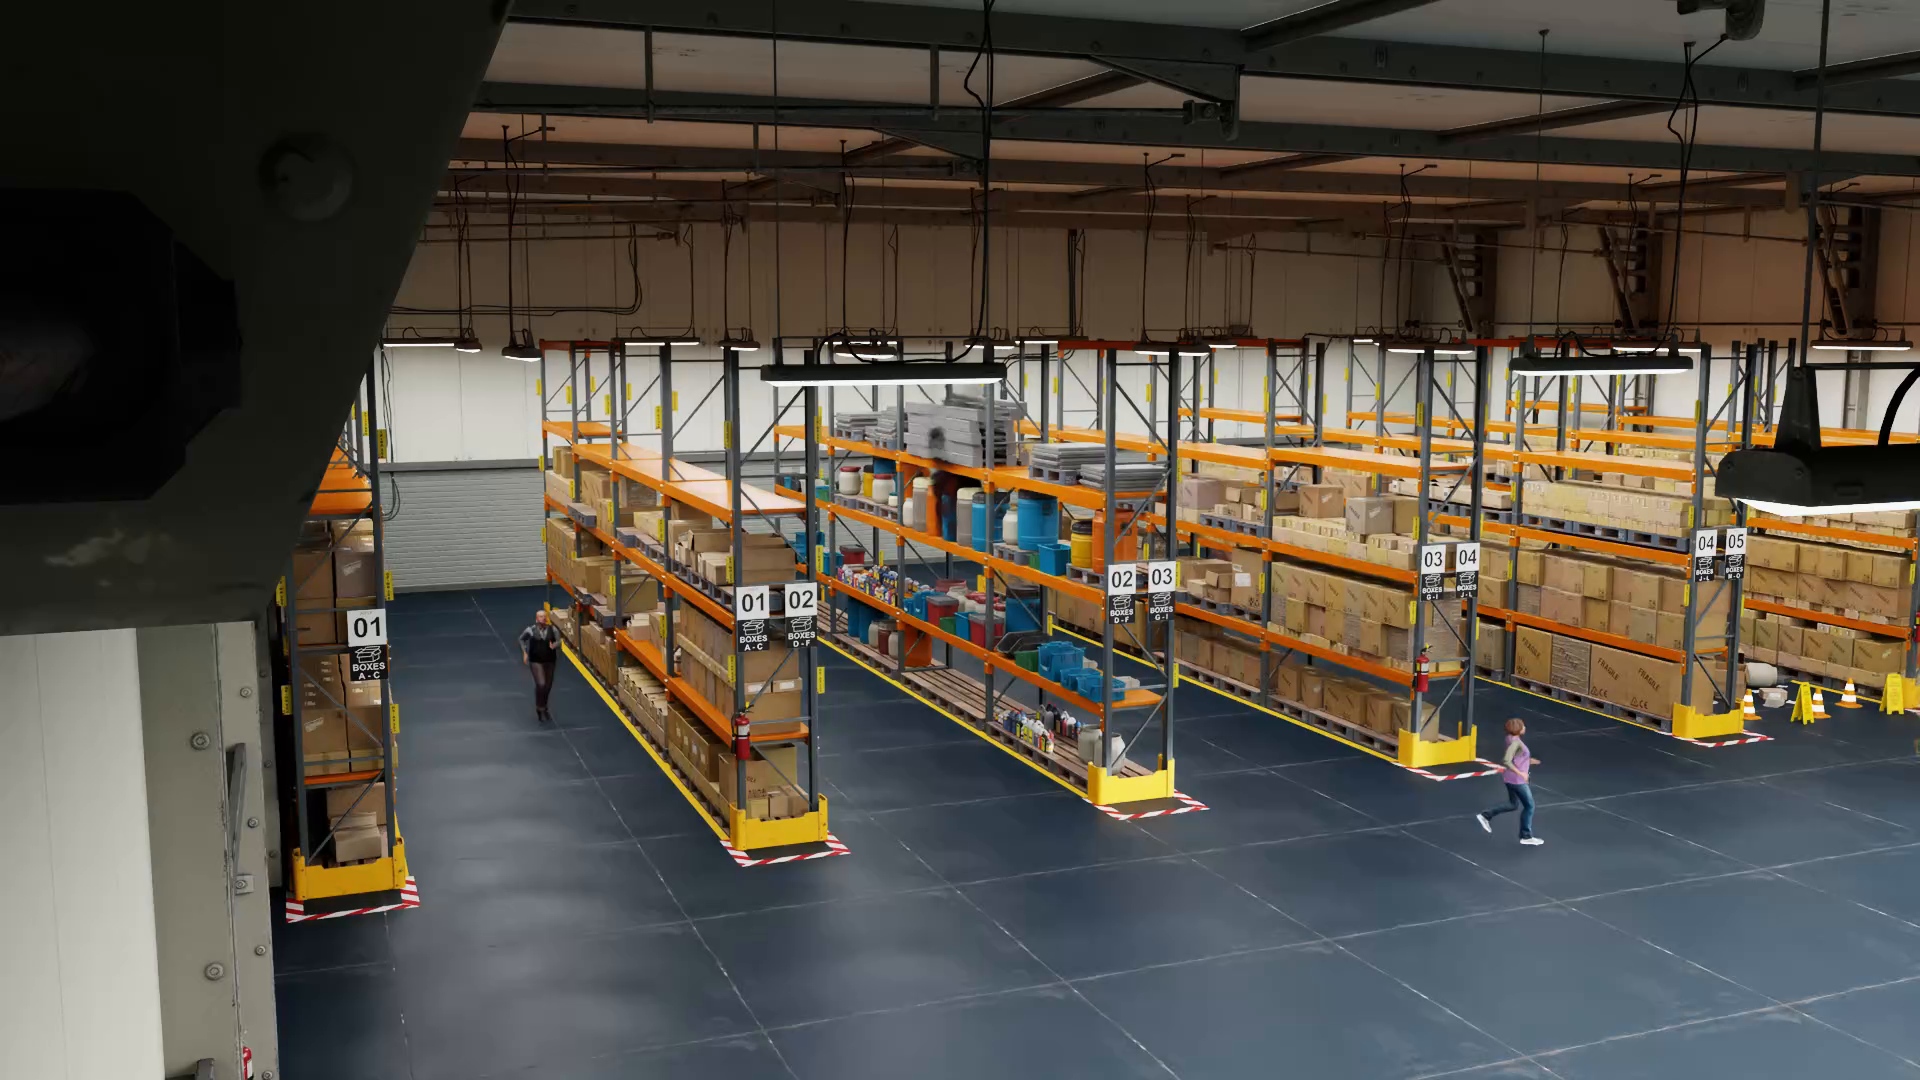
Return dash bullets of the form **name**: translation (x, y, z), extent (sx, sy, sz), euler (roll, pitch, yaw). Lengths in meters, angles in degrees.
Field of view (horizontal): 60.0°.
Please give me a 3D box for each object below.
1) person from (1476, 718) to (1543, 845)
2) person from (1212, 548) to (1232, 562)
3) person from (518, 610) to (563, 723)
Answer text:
- **person**: translation (6.723, 2.929, 20.234), extent (0.792, 1.566, 0.548), euler (1, 7, 7)
- **person**: translation (6.713, 0.027, 42.188), extent (0.673, 1.680, 0.554), euler (-4, 8, -26)
- **person**: translation (-6.709, 2.011, 26.728), extent (0.625, 1.782, 0.767), euler (-5, 9, -33)
